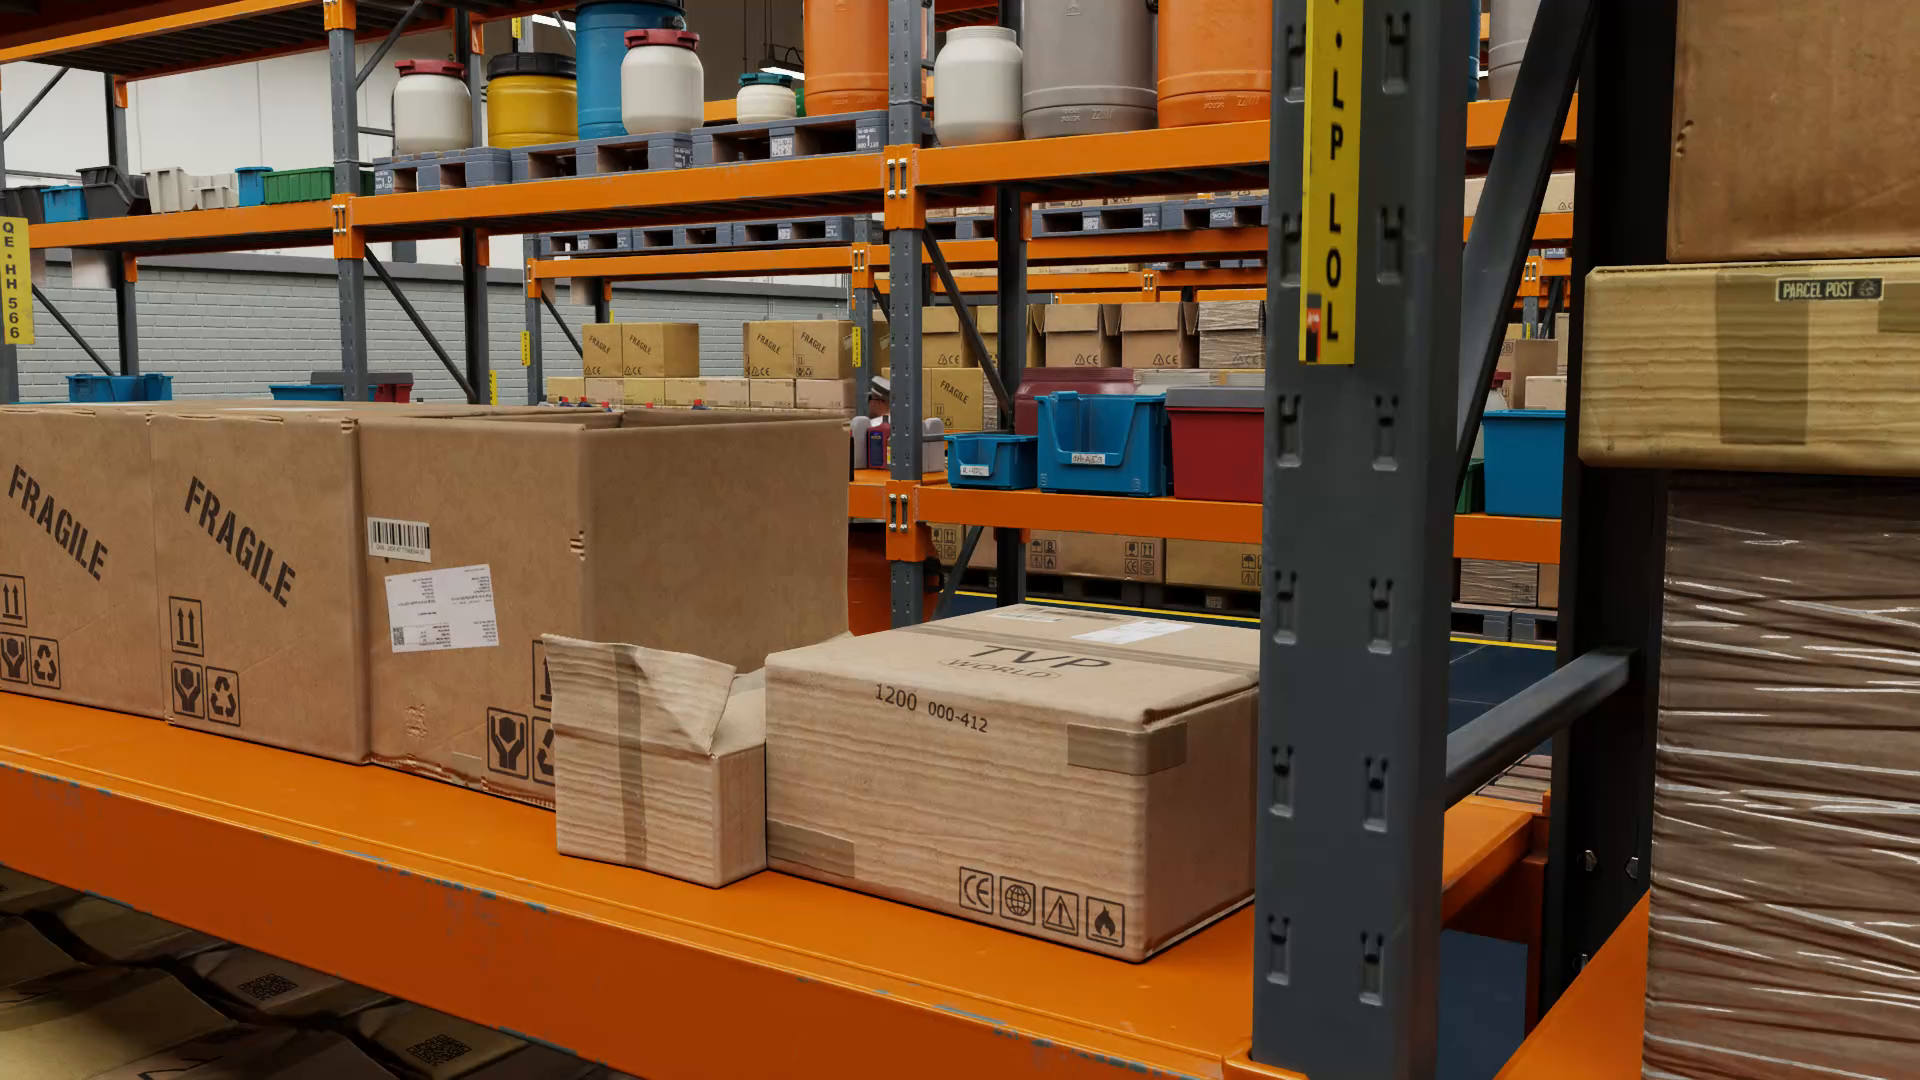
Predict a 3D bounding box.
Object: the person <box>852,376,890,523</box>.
[{"bbox_3d":[-0.595,-0.204,11.021,0.565,1.766,0.494,4,8,34],"label":"person"}]
